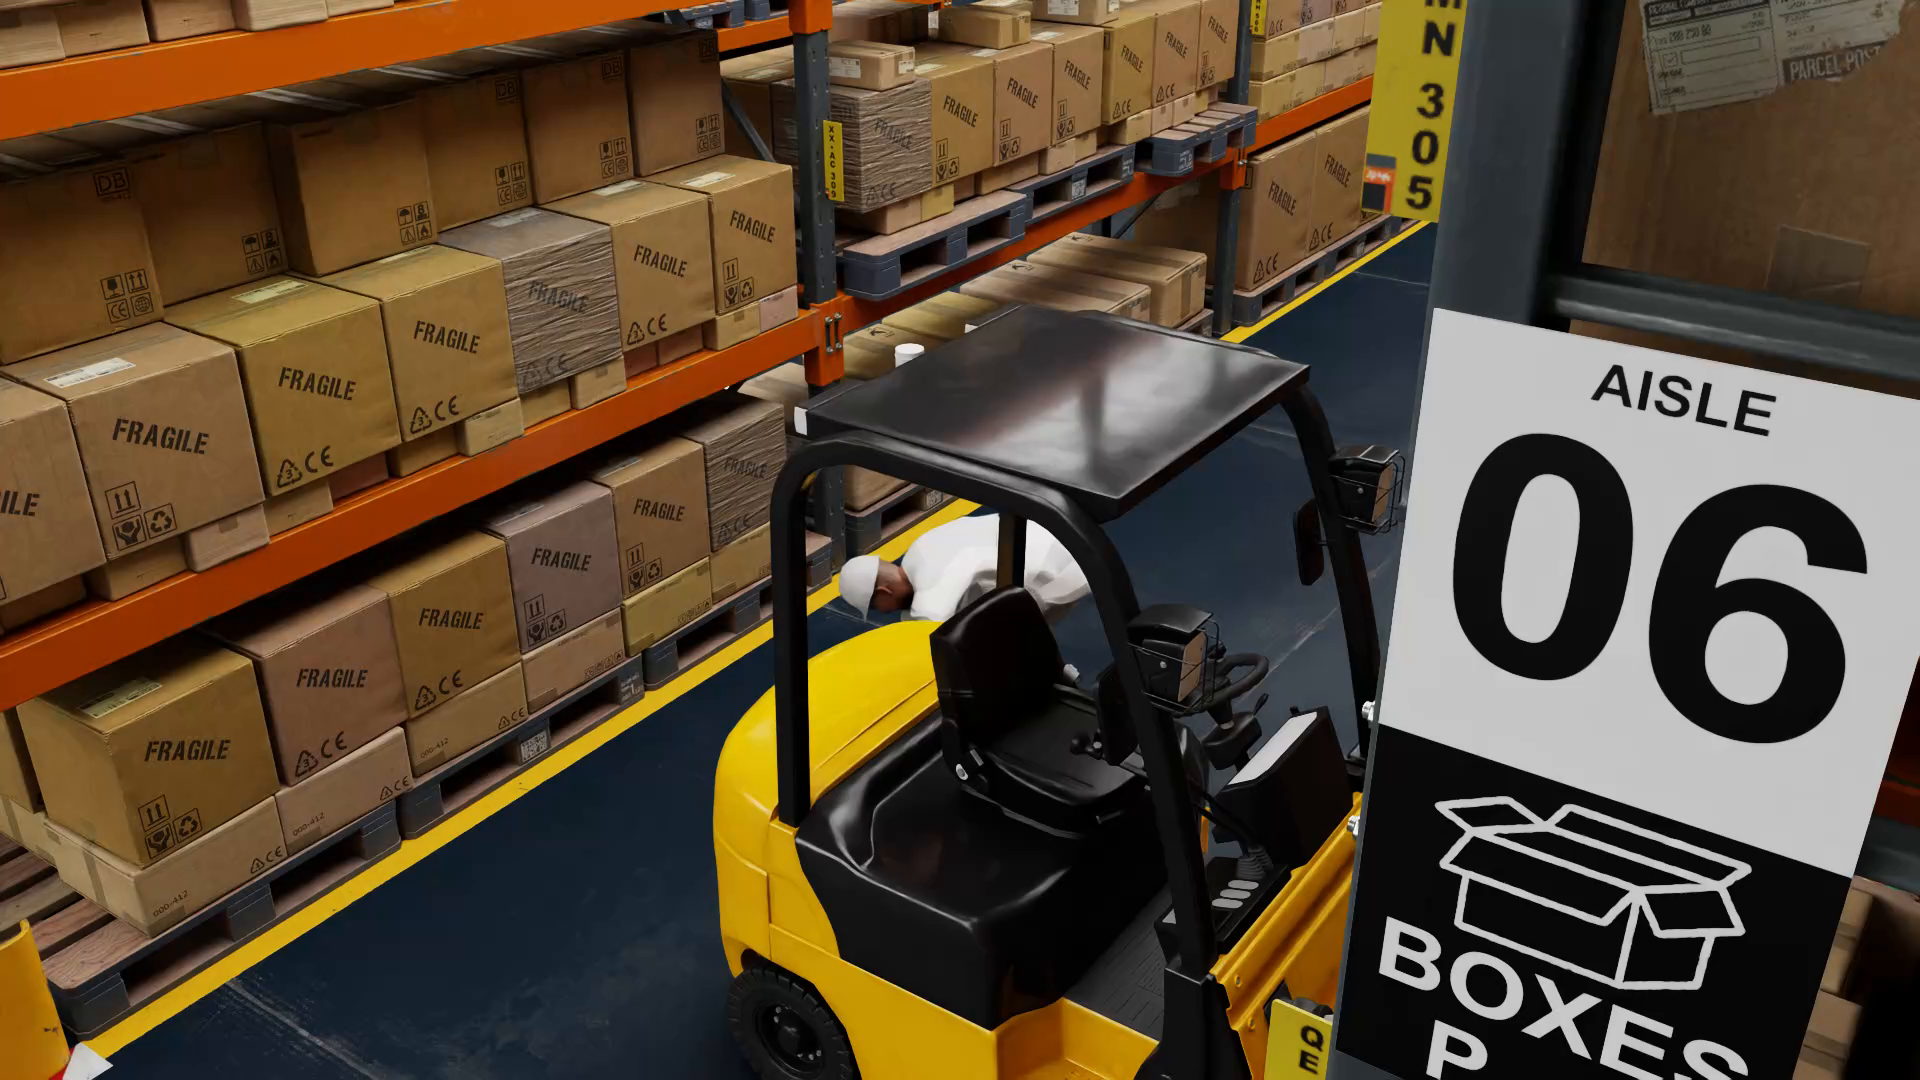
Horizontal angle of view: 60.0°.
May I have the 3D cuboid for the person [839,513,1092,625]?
[{"bbox_3d":[0.030,0.335,6.437,0.988,0.906,0.531,0,27,0],"label":"person"}]
